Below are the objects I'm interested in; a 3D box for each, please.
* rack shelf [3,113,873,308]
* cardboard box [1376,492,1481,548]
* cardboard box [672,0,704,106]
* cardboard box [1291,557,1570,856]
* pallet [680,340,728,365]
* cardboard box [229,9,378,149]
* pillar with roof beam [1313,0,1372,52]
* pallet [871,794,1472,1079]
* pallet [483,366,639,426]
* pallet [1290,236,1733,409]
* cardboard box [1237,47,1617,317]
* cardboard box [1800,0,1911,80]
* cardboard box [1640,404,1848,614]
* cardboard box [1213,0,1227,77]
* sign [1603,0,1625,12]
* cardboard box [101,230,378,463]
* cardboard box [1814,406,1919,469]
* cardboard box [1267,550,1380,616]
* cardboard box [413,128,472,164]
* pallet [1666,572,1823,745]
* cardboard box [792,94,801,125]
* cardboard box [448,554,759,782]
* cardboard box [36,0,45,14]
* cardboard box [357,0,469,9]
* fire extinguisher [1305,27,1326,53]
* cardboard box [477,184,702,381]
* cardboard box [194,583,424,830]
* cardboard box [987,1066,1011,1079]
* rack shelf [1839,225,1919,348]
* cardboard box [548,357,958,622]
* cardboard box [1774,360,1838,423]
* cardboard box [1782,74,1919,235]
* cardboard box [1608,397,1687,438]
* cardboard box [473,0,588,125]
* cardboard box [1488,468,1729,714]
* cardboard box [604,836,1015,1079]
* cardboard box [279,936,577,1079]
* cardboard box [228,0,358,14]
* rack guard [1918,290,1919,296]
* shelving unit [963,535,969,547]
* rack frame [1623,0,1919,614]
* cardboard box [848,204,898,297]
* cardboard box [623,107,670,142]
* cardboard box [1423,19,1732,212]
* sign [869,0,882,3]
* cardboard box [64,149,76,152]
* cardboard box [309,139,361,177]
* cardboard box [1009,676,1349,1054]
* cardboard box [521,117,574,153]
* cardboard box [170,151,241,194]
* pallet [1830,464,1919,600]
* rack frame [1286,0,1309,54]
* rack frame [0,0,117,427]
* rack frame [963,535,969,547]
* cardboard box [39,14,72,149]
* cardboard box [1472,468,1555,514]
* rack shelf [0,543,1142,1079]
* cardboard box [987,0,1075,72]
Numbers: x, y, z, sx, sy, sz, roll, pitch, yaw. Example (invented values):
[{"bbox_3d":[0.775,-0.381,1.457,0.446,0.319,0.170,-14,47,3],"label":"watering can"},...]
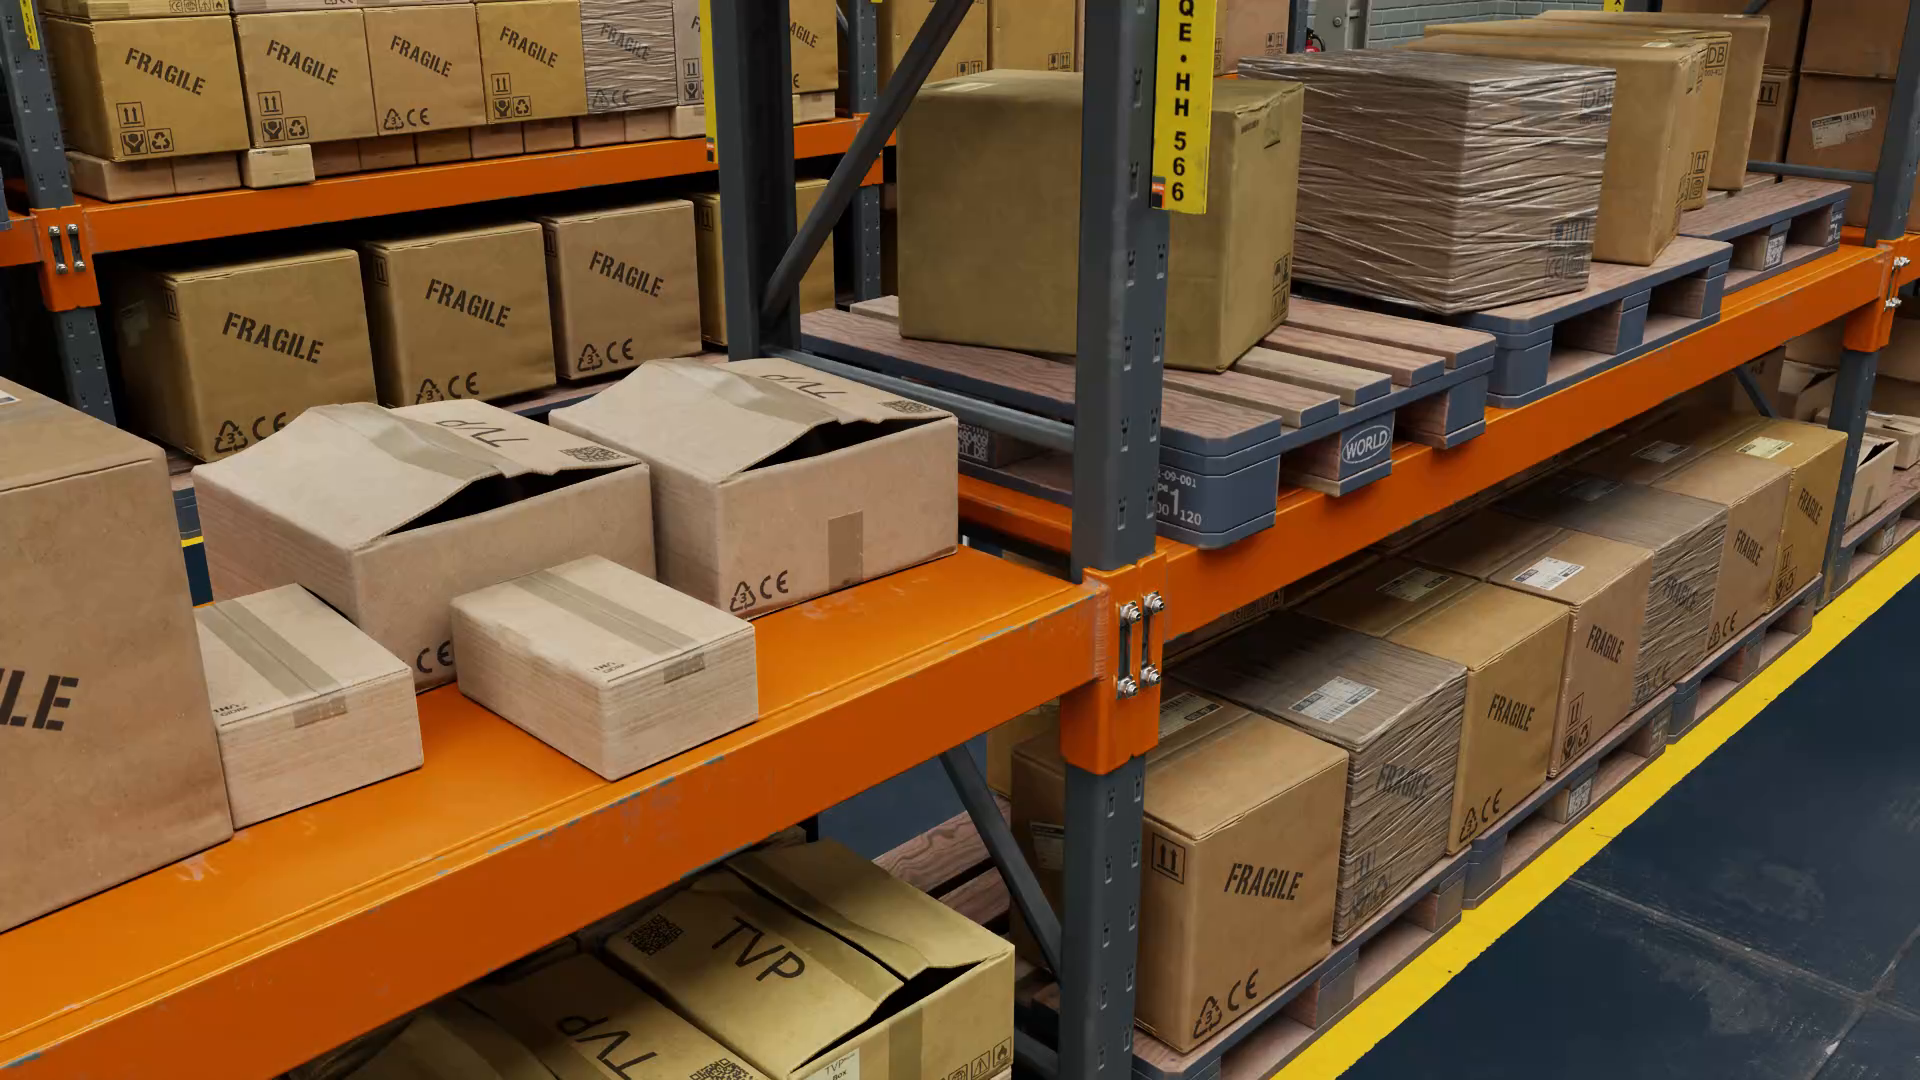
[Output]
[{"bbox_3d":[-2.224,-1.669,7.738,1.077,0.370,4.000,19,28,41],"label":"rack shelf"},{"bbox_3d":[1.164,-0.219,4.788,0.500,0.250,0.500,19,28,40],"label":"cardboard box"},{"bbox_3d":[-1.319,-2.398,8.051,0.500,0.500,0.500,20,28,41],"label":"cardboard box"},{"bbox_3d":[1.170,0.401,4.222,0.500,0.500,0.500,19,28,40],"label":"cardboard box"},{"bbox_3d":[-1.313,-1.000,8.881,1.003,0.211,1.213,19,28,41],"label":"pallet"},{"bbox_3d":[-2.724,-1.878,6.698,0.500,0.500,0.500,-19,28,-40],"label":"cardboard box"},{"bbox_3d":[6.310,-6.180,10.111,9.100,9.000,0.400,19,28,41],"label":"pillar with roof beam"},{"bbox_3d":[0.481,0.868,4.023,1.003,0.211,1.213,19,28,41],"label":"pallet"},{"bbox_3d":[-2.164,-0.685,8.061,1.003,0.211,1.213,19,28,41],"label":"pallet"},{"bbox_3d":[1.286,-0.663,4.386,1.003,0.211,1.213,19,28,41],"label":"pallet"},{"bbox_3d":[1.067,-0.872,3.936,0.500,0.500,0.700,-14,25,-32],"label":"cardboard box"},{"bbox_3d":[3.254,-1.844,5.658,0.500,0.500,0.500,-19,28,-41],"label":"cardboard box"},{"bbox_3d":[2.585,-0.120,5.576,0.500,0.500,0.500,19,28,40],"label":"cardboard box"},{"bbox_3d":[1.114,-3.363,10.726,0.980,0.700,0.700,19,28,40],"label":"cardboard box"},{"bbox_3d":[2.329,-1.818,5.916,0.100,0.325,0.005,19,28,41],"label":"sign"},{"bbox_3d":[-3.012,-0.839,6.988,0.750,0.750,0.750,19,28,40],"label":"cardboard box"},{"bbox_3d":[3.768,-0.441,6.877,0.380,0.166,0.250,19,28,41],"label":"cardboard box"},{"bbox_3d":[0.779,0.278,4.542,0.500,0.500,0.500,18,27,39],"label":"cardboard box"},{"bbox_3d":[-2.345,-1.747,7.260,0.250,0.149,0.380,-20,28,-41],"label":"cardboard box"},{"bbox_3d":[2.183,0.241,5.655,1.003,0.211,1.213,19,28,41],"label":"pallet"},{"bbox_3d":[-1.020,-2.182,8.393,0.250,0.149,0.380,-20,28,-41],"label":"cardboard box"},{"bbox_3d":[-0.496,0.166,2.311,0.380,0.149,0.250,19,28,41],"label":"cardboard box"},{"bbox_3d":[-3.488,-2.217,6.534,0.500,0.250,0.500,-19,28,-41],"label":"cardboard box"},{"bbox_3d":[-2.397,-2.355,6.894,0.500,0.250,0.500,20,28,41],"label":"cardboard box"},{"bbox_3d":[2.398,-3.260,11.502,0.296,0.674,0.183,19,28,41],"label":"fire extinguisher"},{"bbox_3d":[-1.807,-1.282,8.141,0.750,0.750,0.750,-19,28,-40],"label":"cardboard box"},{"bbox_3d":[-0.916,0.208,2.203,0.250,0.149,0.380,-18,27,-38],"label":"cardboard box"},{"bbox_3d":[-0.259,1.032,2.955,0.500,0.250,0.500,-19,28,-41],"label":"cardboard box"},{"bbox_3d":[4.119,-1.458,7.190,1.077,0.370,4.000,19,28,41],"label":"rack shelf"},{"bbox_3d":[-0.352,-0.127,2.849,0.500,0.311,0.500,-18,27,-39],"label":"cardboard box"},{"bbox_3d":[3.441,-0.640,7.194,0.500,0.311,0.500,19,28,41],"label":"cardboard box"},{"bbox_3d":[3.274,-1.389,5.868,0.500,0.500,0.500,-19,28,-41],"label":"cardboard box"},{"bbox_3d":[2.211,-0.255,5.928,0.500,0.500,0.500,18,27,38],"label":"cardboard box"},{"bbox_3d":[-2.020,-2.141,7.383,0.500,0.500,0.500,-19,28,-41],"label":"cardboard box"},{"bbox_3d":[1.884,0.134,4.916,0.500,0.500,0.500,20,29,41],"label":"cardboard box"},{"bbox_3d":[-0.256,0.771,2.854,0.500,0.311,0.500,-19,28,-41],"label":"cardboard box"},{"bbox_3d":[-1.003,0.773,2.849,0.500,0.311,0.500,18,28,39],"label":"cardboard box"},{"bbox_3d":[-2.743,-2.226,6.557,0.500,0.250,0.500,19,28,40],"label":"cardboard box"},{"bbox_3d":[5.461,-1.122,8.796,1.175,0.500,0.348,19,28,41],"label":"rack guard"},{"bbox_3d":[0.115,-0.603,6.470,0.258,1.200,0.503,19,28,41],"label":"shelving unit"},{"bbox_3d":[2.724,-1.280,5.723,1.000,3.000,0.127,19,28,41],"label":"rack frame"},{"bbox_3d":[-0.233,-1.714,9.753,0.700,0.500,0.500,20,29,41],"label":"cardboard box"},{"bbox_3d":[-1.594,-1.998,7.914,0.380,0.149,0.250,19,28,41],"label":"cardboard box"},{"bbox_3d":[1.799,-1.264,4.957,0.500,0.500,0.700,-15,26,-34],"label":"cardboard box"},{"bbox_3d":[-0.433,-2.889,8.406,0.100,0.325,0.005,19,28,41],"label":"sign"},{"bbox_3d":[-3.575,-1.530,6.697,0.250,0.149,0.380,-20,28,-41],"label":"cardboard box"},{"bbox_3d":[-2.708,-1.614,6.916,0.380,0.149,0.250,19,28,40],"label":"cardboard box"},{"bbox_3d":[0.455,0.665,3.536,0.500,0.500,0.500,-19,28,-40],"label":"cardboard box"},{"bbox_3d":[-1.973,-1.872,7.586,0.250,0.149,0.380,-19,28,-40],"label":"cardboard box"},{"bbox_3d":[-3.041,-1.472,6.545,0.250,0.149,0.380,-20,29,-41],"label":"cardboard box"},{"bbox_3d":[3.203,-0.154,6.682,1.003,0.211,1.213,19,28,41],"label":"pallet"},{"bbox_3d":[1.962,-3.547,11.621,1.000,3.000,0.127,19,28,41],"label":"rack frame"},{"bbox_3d":[-3.619,-1.490,6.271,1.000,3.000,0.127,19,28,41],"label":"rack frame"},{"bbox_3d":[-0.055,-0.540,6.307,0.240,1.200,0.015,19,28,41],"label":"rack frame"},{"bbox_3d":[-3.478,-1.873,6.684,0.500,0.500,0.500,19,28,41],"label":"cardboard box"},{"bbox_3d":[1.493,0.012,5.234,0.500,0.500,0.500,20,29,41],"label":"cardboard box"},{"bbox_3d":[-1.462,0.598,1.839,1.077,0.370,4.000,19,28,41],"label":"rack shelf"},{"bbox_3d":[0.075,-2.980,9.729,0.980,0.700,0.700,18,28,39],"label":"cardboard box"}]
